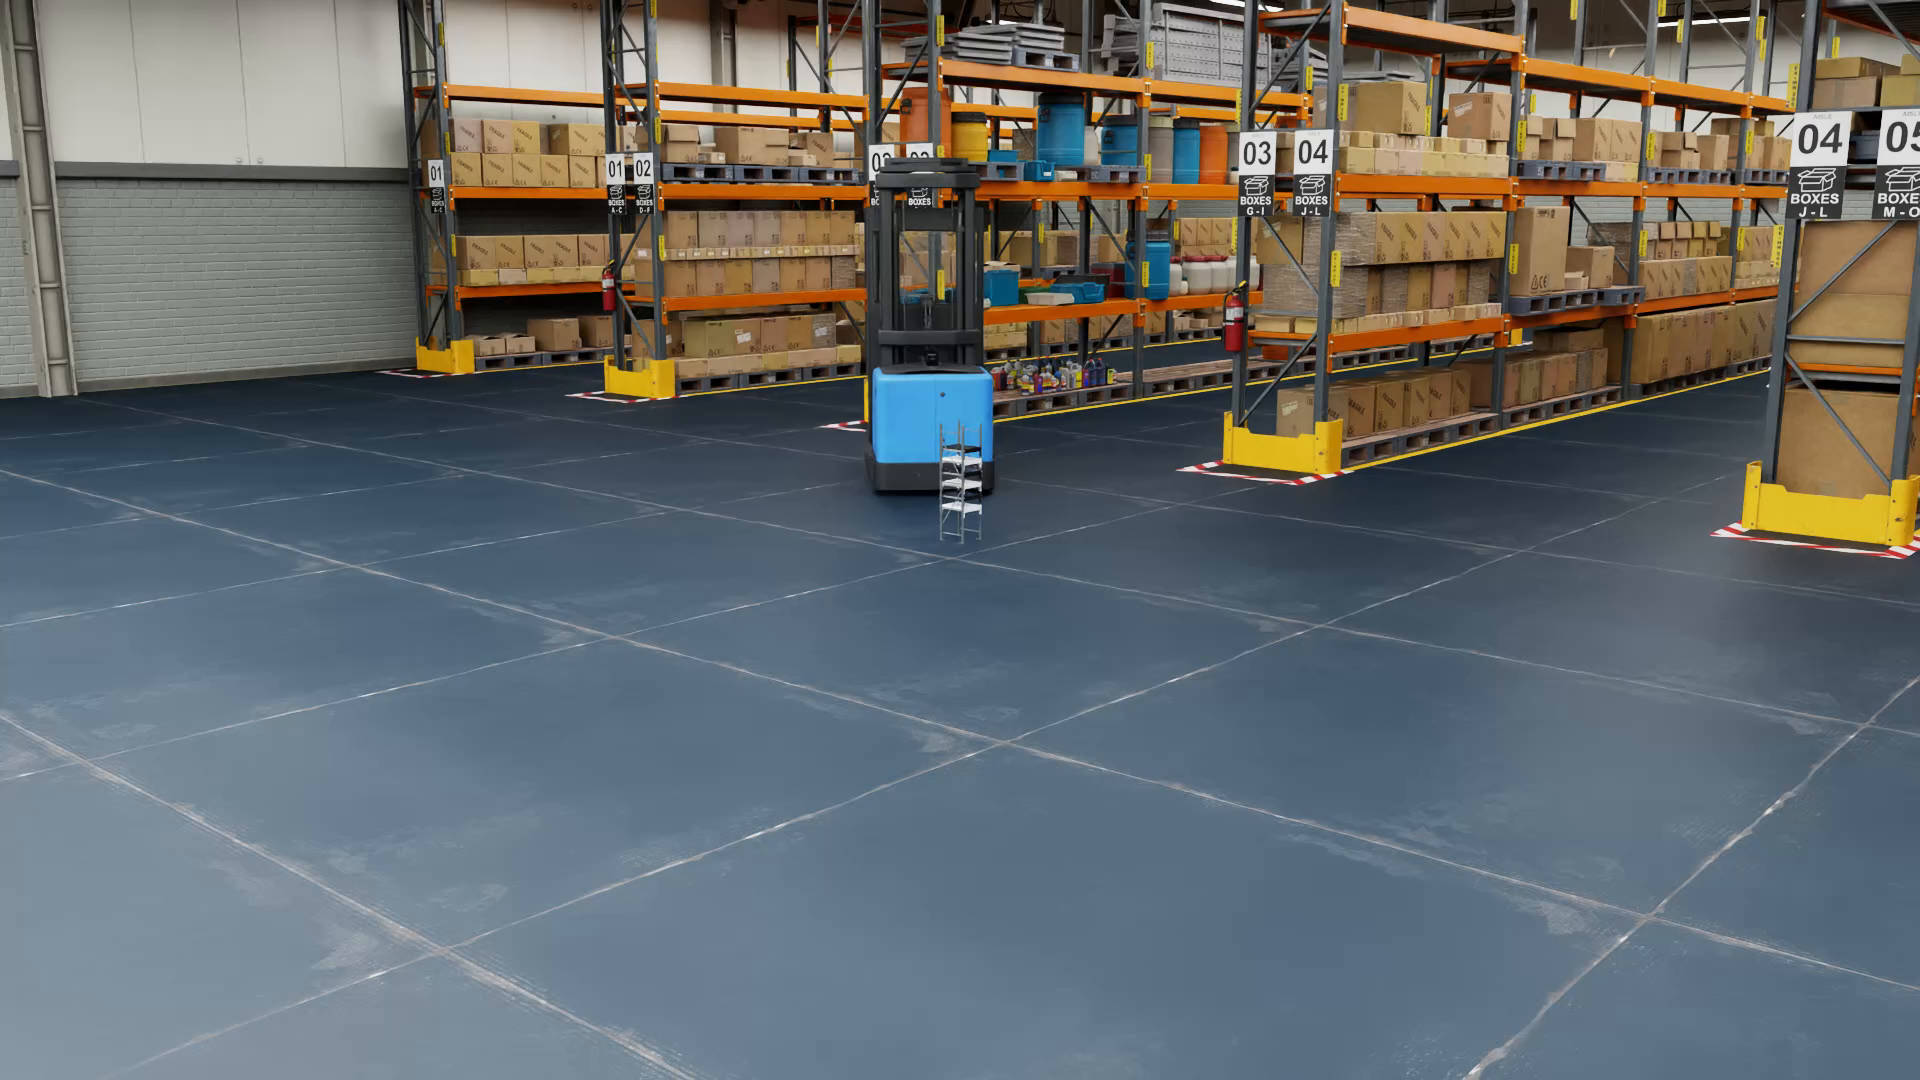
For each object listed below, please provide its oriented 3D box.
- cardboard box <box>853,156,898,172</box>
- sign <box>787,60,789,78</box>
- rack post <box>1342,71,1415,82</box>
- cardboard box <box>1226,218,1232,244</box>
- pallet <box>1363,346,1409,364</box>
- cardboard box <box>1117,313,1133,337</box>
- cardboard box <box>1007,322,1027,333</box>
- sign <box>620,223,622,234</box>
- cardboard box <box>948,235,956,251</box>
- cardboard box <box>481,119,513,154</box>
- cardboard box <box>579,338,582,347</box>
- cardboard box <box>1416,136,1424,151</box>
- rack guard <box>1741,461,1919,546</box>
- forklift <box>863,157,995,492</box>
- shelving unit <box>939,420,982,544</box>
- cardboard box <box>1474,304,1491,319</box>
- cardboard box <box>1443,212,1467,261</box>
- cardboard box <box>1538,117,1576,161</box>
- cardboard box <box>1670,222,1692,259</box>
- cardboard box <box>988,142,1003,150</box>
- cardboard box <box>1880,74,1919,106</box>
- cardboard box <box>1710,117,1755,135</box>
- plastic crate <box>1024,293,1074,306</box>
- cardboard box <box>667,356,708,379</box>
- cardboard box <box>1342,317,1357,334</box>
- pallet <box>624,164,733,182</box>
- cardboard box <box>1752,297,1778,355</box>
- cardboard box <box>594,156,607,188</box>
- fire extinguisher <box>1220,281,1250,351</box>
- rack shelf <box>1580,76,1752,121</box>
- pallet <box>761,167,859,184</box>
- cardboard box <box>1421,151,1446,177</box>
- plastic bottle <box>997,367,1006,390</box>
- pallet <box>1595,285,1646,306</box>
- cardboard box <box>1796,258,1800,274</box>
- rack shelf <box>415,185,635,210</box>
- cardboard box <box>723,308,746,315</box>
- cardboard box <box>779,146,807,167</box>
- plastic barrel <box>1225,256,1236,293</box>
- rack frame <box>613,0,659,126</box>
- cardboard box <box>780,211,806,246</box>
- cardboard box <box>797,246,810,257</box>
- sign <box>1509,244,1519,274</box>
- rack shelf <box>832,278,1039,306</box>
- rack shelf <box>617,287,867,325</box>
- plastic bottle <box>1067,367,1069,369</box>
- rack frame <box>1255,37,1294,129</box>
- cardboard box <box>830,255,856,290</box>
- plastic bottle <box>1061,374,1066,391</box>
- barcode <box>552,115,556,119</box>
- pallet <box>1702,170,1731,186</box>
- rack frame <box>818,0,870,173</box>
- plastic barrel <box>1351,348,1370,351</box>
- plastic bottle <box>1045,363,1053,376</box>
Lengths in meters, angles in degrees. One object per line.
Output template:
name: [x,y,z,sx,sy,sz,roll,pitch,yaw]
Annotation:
cardboard box: [-1.290,-5.741,25.450,0.500,0.250,0.500,-10,15,-42]
sign: [-3.206,-8.826,31.135,0.100,0.325,0.005,10,15,40]
rack post: [6.716,-7.369,26.826,0.937,0.300,0.954,9,15,39]
cardboard box: [5.120,-6.025,32.412,0.500,0.500,0.500,10,15,42]
pallet: [6.755,-3.109,27.738,1.003,0.211,1.213,10,15,40]
cardboard box: [2.803,-3.960,30.140,0.500,0.500,0.500,10,15,41]
cardboard box: [0.776,-3.661,27.897,0.500,0.311,0.500,10,15,42]
sign: [-5.846,-5.327,28.769,0.100,0.325,0.005,10,15,40]
cardboard box: [-0.262,-5.970,33.875,0.500,0.500,0.500,9,15,39]
cardboard box: [-7.262,-6.213,25.640,0.500,0.500,0.500,10,15,40]
cardboard box: [-6.498,-3.273,27.597,0.380,0.149,0.250,8,14,36]
cardboard box: [4.464,-4.012,16.845,0.380,0.149,0.250,10,15,40]
rack guard: [6.738,-0.293,12.902,1.175,0.500,0.348,10,15,40]
forklift: [-0.344,-2.101,15.747,1.130,2.935,3.031,-1,11,-5]
shelving unit: [0.005,-0.442,12.629,0.258,0.900,0.210,10,15,40]
cardboard box: [5.642,-2.539,18.405,0.380,0.149,0.250,10,15,40]
cardboard box: [4.985,-3.203,17.524,0.500,0.500,0.500,10,15,40]
cardboard box: [6.741,-4.690,19.539,0.797,0.503,0.637,11,15,43]
cardboard box: [9.741,-4.197,23.250,0.797,0.503,0.637,10,15,42]
cardboard box: [0.535,-7.954,34.359,0.500,0.500,0.500,10,15,40]
cardboard box: [7.265,-3.359,12.505,0.500,0.250,0.500,10,15,40]
cardboard box: [11.642,-6.224,25.061,0.500,0.250,0.500,9,14,37]
plastic crate: [1.133,-3.007,20.779,0.530,0.136,0.437,10,15,40]
cardboard box: [-3.823,-2.368,22.855,0.500,0.250,0.500,10,15,40]
cardboard box: [3.642,-2.101,16.212,0.380,0.149,0.250,10,15,40]
pallet: [-3.858,-4.988,22.595,1.003,0.211,1.213,10,15,40]
cardboard box: [12.694,-3.458,26.720,0.875,0.875,0.875,10,15,40]
cardboard box: [-5.918,-6.039,27.324,0.500,0.500,0.500,8,14,36]
fire extinguisher: [2.673,-2.183,16.182,0.296,0.674,0.183,10,15,40]
rack shelf: [9.696,-6.043,22.849,1.077,0.370,4.000,10,15,40]
pallet: [-2.247,-5.347,24.392,1.003,0.211,1.213,10,15,40]
cardboard box: [4.613,-3.840,17.002,0.500,0.250,0.500,10,15,42]
plastic bottle: [0.525,-2.049,21.126,0.061,0.283,0.133,10,15,40]
pallet: [7.985,-3.143,21.278,1.213,0.211,1.003,10,15,40]
cardboard box: [13.201,-4.425,26.830,0.500,0.250,0.500,9,15,39]
rack shelf: [-6.747,-5.512,26.830,1.077,0.370,4.000,10,15,40]
cardboard box: [-4.283,-3.941,30.044,0.700,0.500,0.500,10,15,41]
cardboard box: [-2.590,-5.631,24.384,0.500,0.311,0.500,9,14,37]
plastic barrel: [3.859,-3.810,23.842,0.421,0.512,0.421,0,11,0]
rack frame: [-5.427,-7.630,27.939,1.000,3.000,0.127,10,15,40]
cardboard box: [-2.655,-4.519,24.113,0.700,0.500,0.500,10,15,40]
cardboard box: [-2.395,-4.198,24.162,0.380,0.149,0.250,10,15,40]
sign: [6.148,-3.123,18.477,0.100,0.325,0.005,10,15,40]
rack shelf: [-0.383,-3.990,26.866,1.077,0.370,4.000,10,15,40]
rack shelf: [-3.024,-3.401,23.920,1.077,0.370,4.000,10,15,40]
plastic bottle: [1.408,-2.246,22.318,0.097,0.201,0.097,0,11,0]
rack frame: [6.218,-8.756,33.574,1.000,3.000,0.127,10,15,40]
cardboard box: [-1.992,-4.031,24.982,0.700,0.500,0.500,9,15,39]
plastic bottle: [1.299,-1.999,21.082,0.097,0.201,0.097,0,11,0]
barcode: [-6.668,-6.942,27.301,0.001,0.075,0.075,10,15,40]
pallet: [10.448,-5.180,23.818,0.805,0.209,1.217,9,14,38]
rack frame: [-1.704,-6.990,24.735,1.000,3.000,0.127,10,15,40]
plastic barrel: [6.456,-3.579,27.259,0.600,0.901,0.708,10,15,40]
plastic bottle: [1.165,-2.183,21.826,0.097,0.271,0.097,0,11,0]
